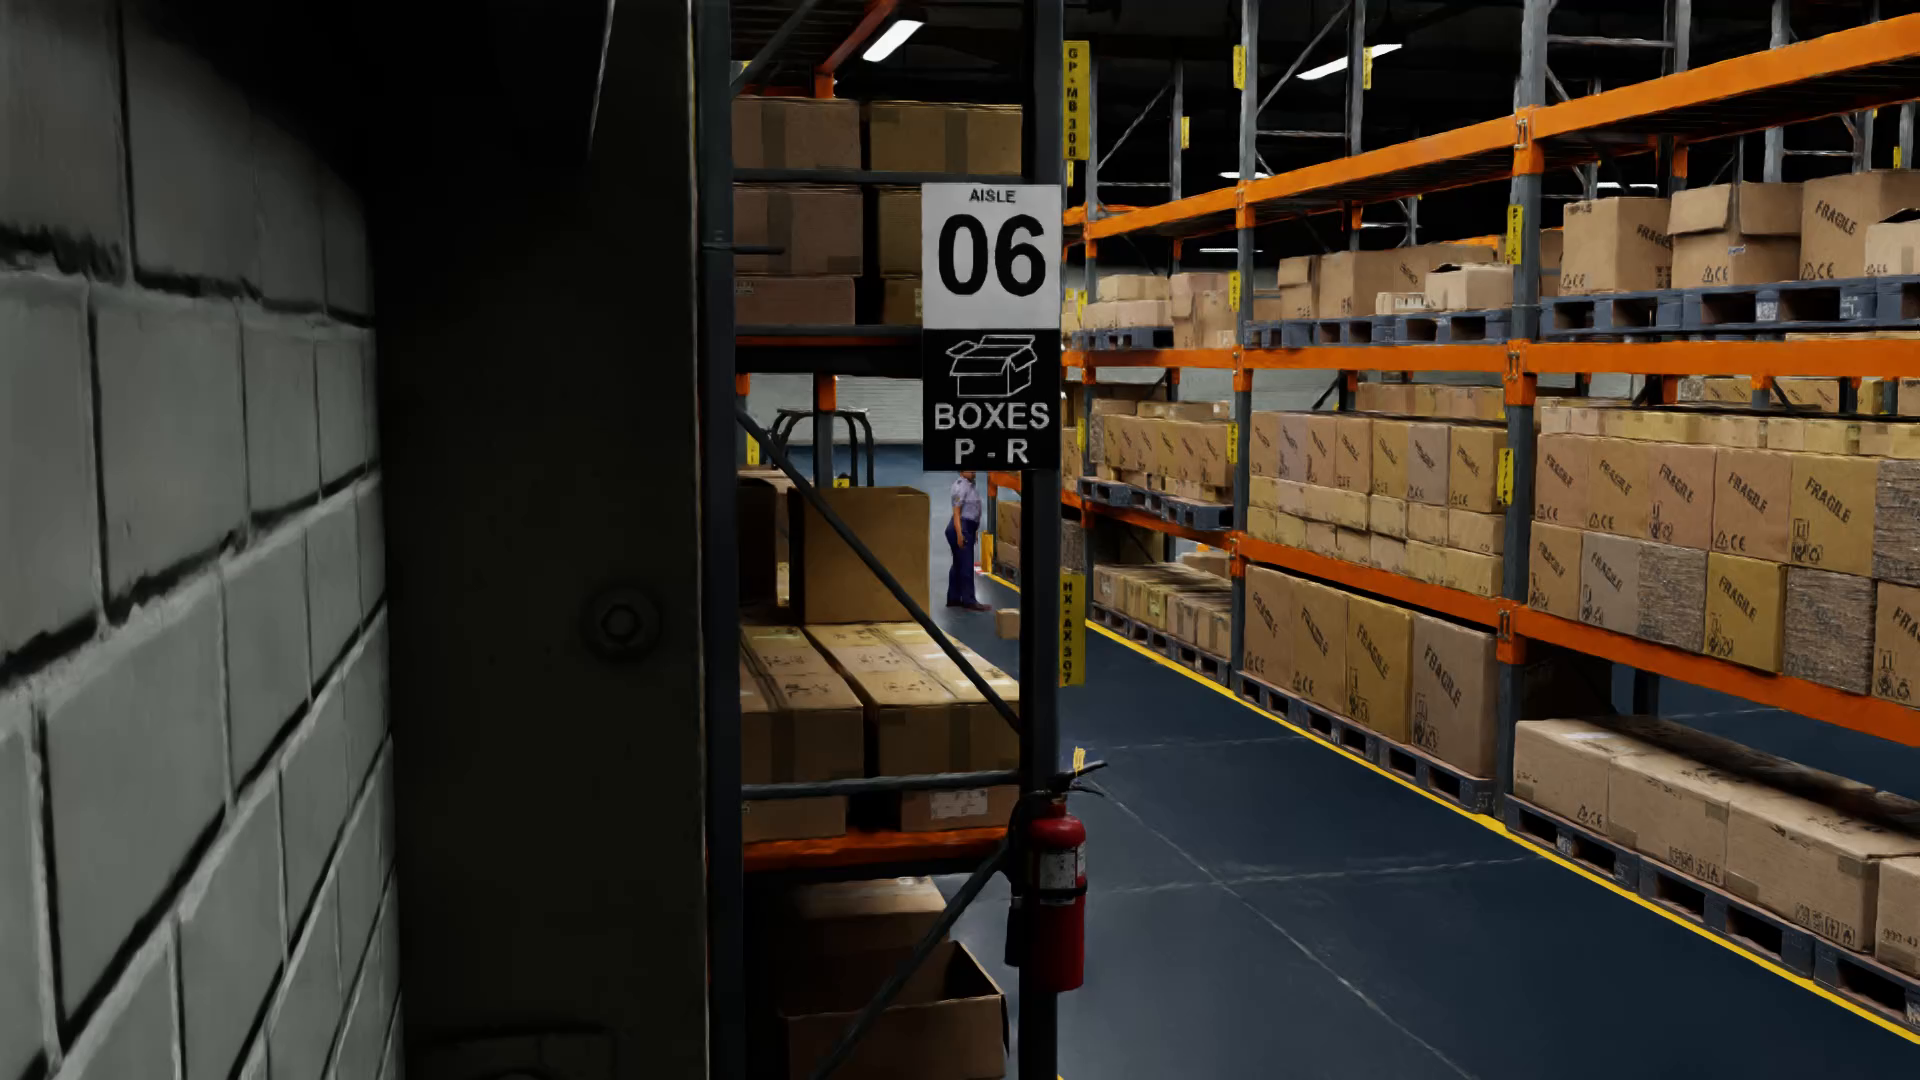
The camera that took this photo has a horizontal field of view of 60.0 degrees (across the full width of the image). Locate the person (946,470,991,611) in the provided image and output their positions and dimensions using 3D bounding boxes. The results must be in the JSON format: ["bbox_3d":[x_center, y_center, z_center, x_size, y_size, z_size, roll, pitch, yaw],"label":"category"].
[{"bbox_3d":[0.094,-0.064,17.851,0.544,1.646,0.583,1,6,13],"label":"person"}]
